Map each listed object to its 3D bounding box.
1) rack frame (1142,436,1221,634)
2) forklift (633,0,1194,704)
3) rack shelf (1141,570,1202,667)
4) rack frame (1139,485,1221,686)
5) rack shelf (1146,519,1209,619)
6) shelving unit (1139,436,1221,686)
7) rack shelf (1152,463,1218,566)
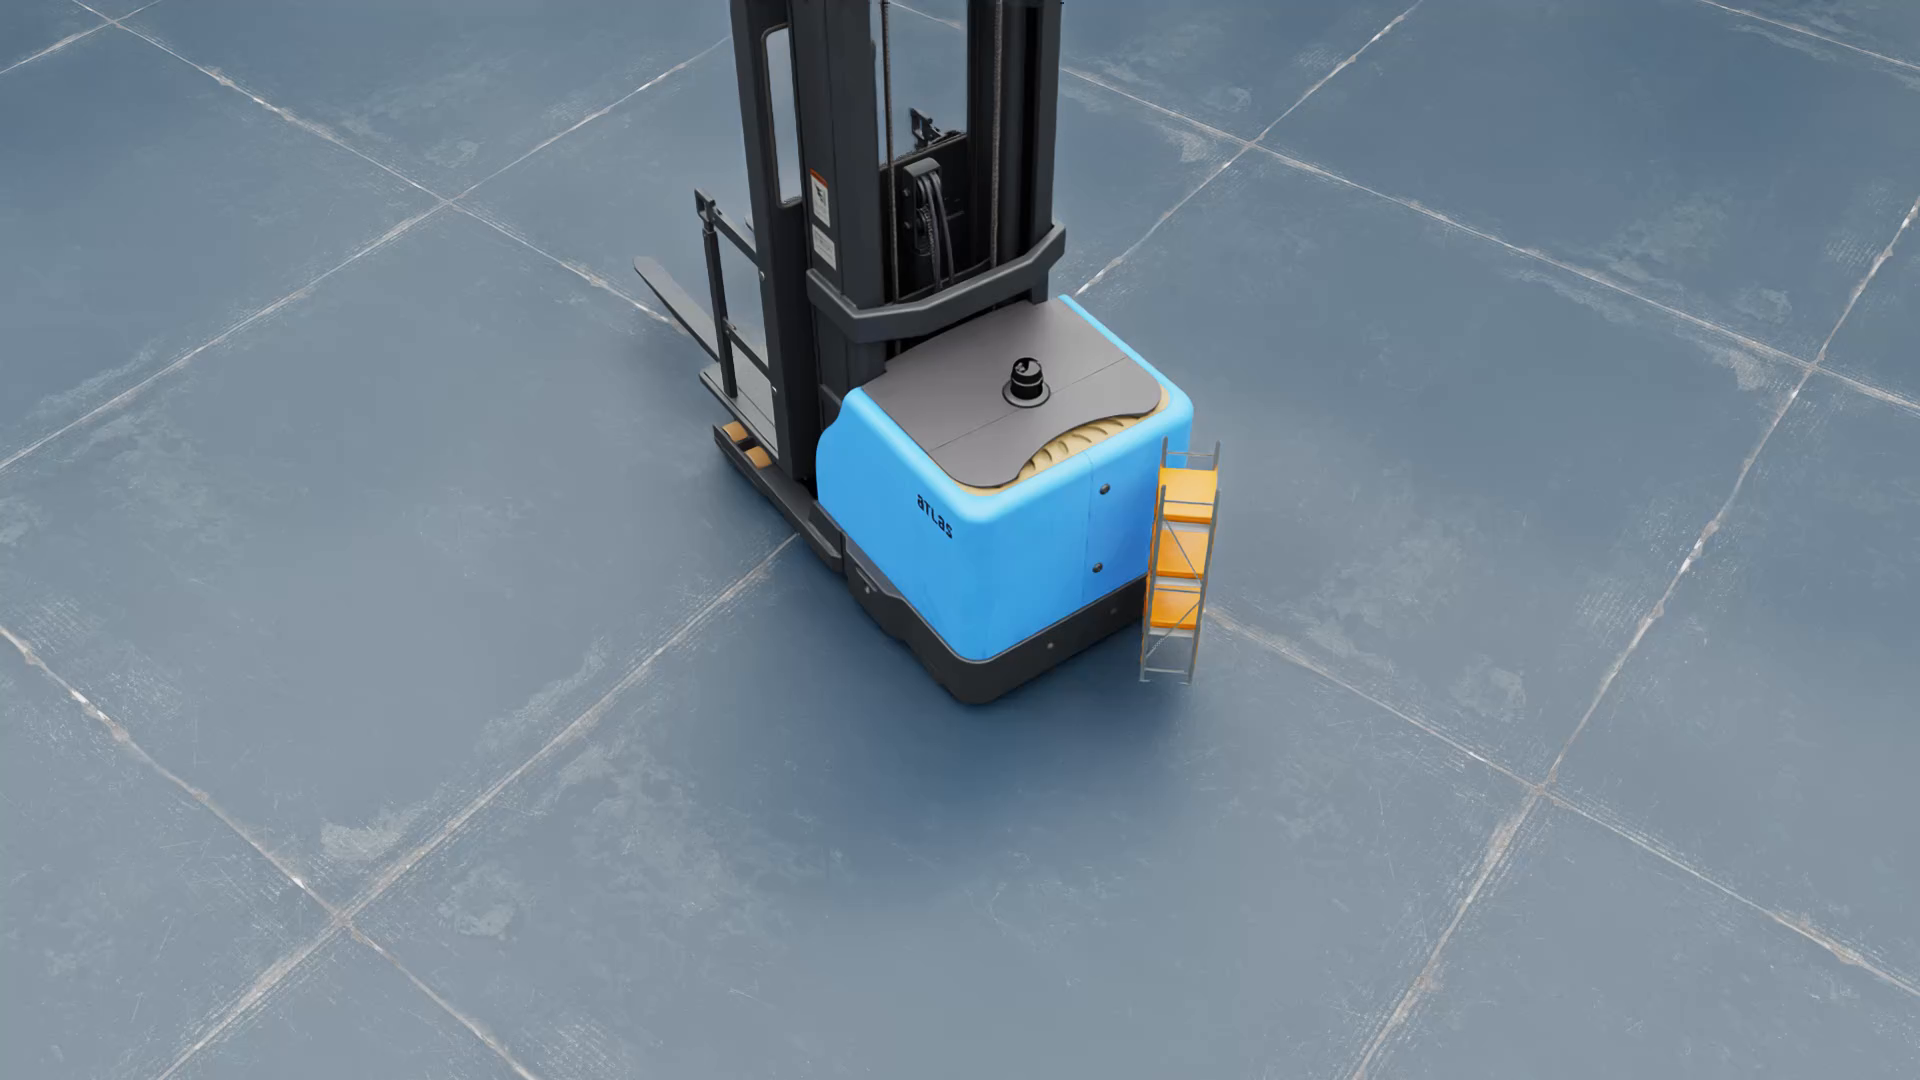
[{"bbox_3d":[0.813,0.011,6.177,0.200,1.050,0.008,4,46,5],"label":"rack frame"},{"bbox_3d":[-0.408,-1.431,6.255,1.130,2.935,3.031,-27,52,-23],"label":"forklift"},{"bbox_3d":[0.801,0.298,6.302,0.215,0.259,0.240,4,46,5],"label":"rack shelf"},{"bbox_3d":[0.785,0.186,6.010,0.200,1.050,0.008,4,46,5],"label":"rack frame"},{"bbox_3d":[0.799,0.106,6.101,0.215,0.259,0.240,4,46,5],"label":"rack shelf"},{"bbox_3d":[0.799,0.098,6.094,0.215,1.050,0.252,4,46,5],"label":"shelving unit"},{"bbox_3d":[0.798,-0.091,5.896,0.215,0.259,0.240,4,46,5],"label":"rack shelf"}]
